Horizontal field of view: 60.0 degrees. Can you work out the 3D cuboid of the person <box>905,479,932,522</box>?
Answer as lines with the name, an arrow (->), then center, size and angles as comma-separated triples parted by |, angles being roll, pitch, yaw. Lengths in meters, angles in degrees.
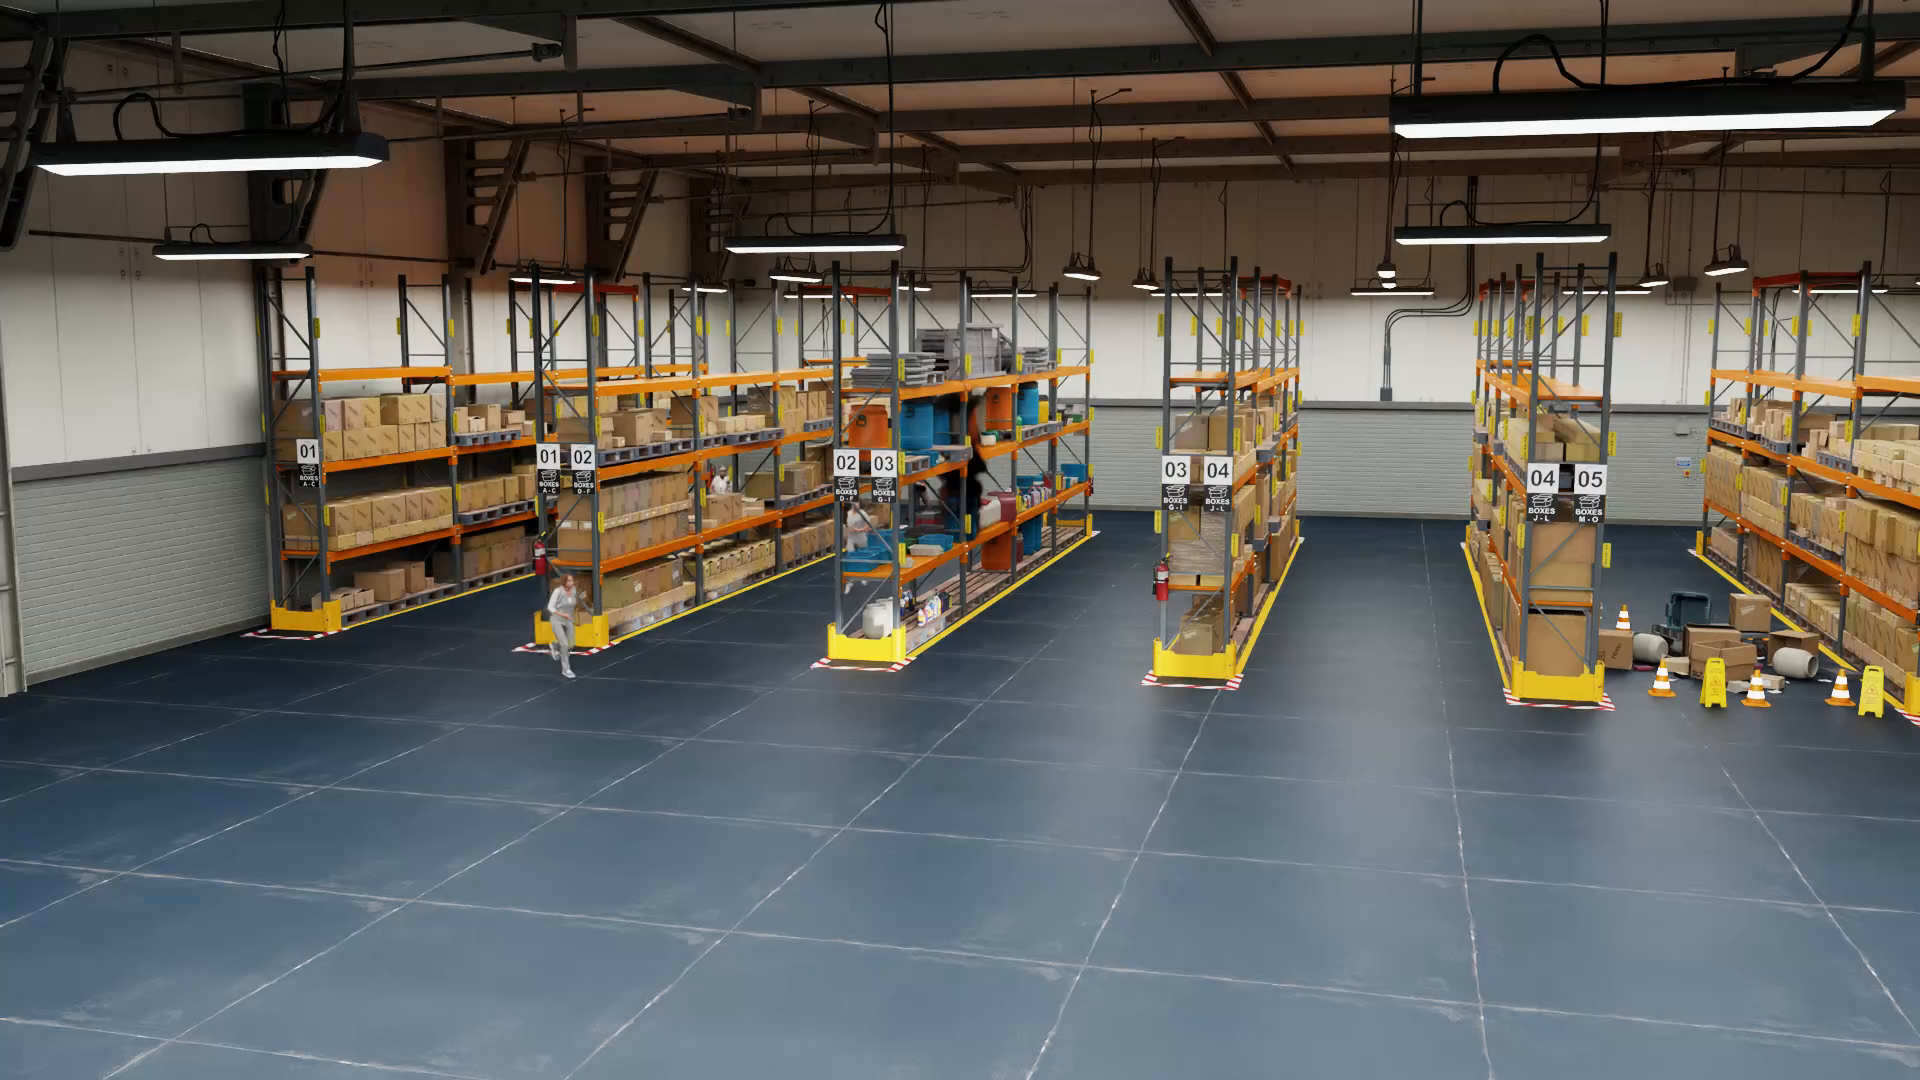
person -> -1.075, -1.221, 42.346 | 0.879, 1.723, 0.675 | 6, 9, 37

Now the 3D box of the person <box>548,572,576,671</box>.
person -> -5.731, 1.176, 24.003 | 0.521, 1.461, 0.637 | -7, 10, -43

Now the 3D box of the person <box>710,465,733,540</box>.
person -> -5.672, -0.919, 39.741 | 0.690, 1.753, 0.955 | 0, 7, 3

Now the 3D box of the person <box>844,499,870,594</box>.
person -> -1.844, 0.065, 30.244 | 0.520, 1.722, 0.984 | 2, 8, 16

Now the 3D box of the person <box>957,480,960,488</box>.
person -> 0.020, -0.531, 37.346 | 0.581, 1.638, 0.622 | 2, 8, 16
